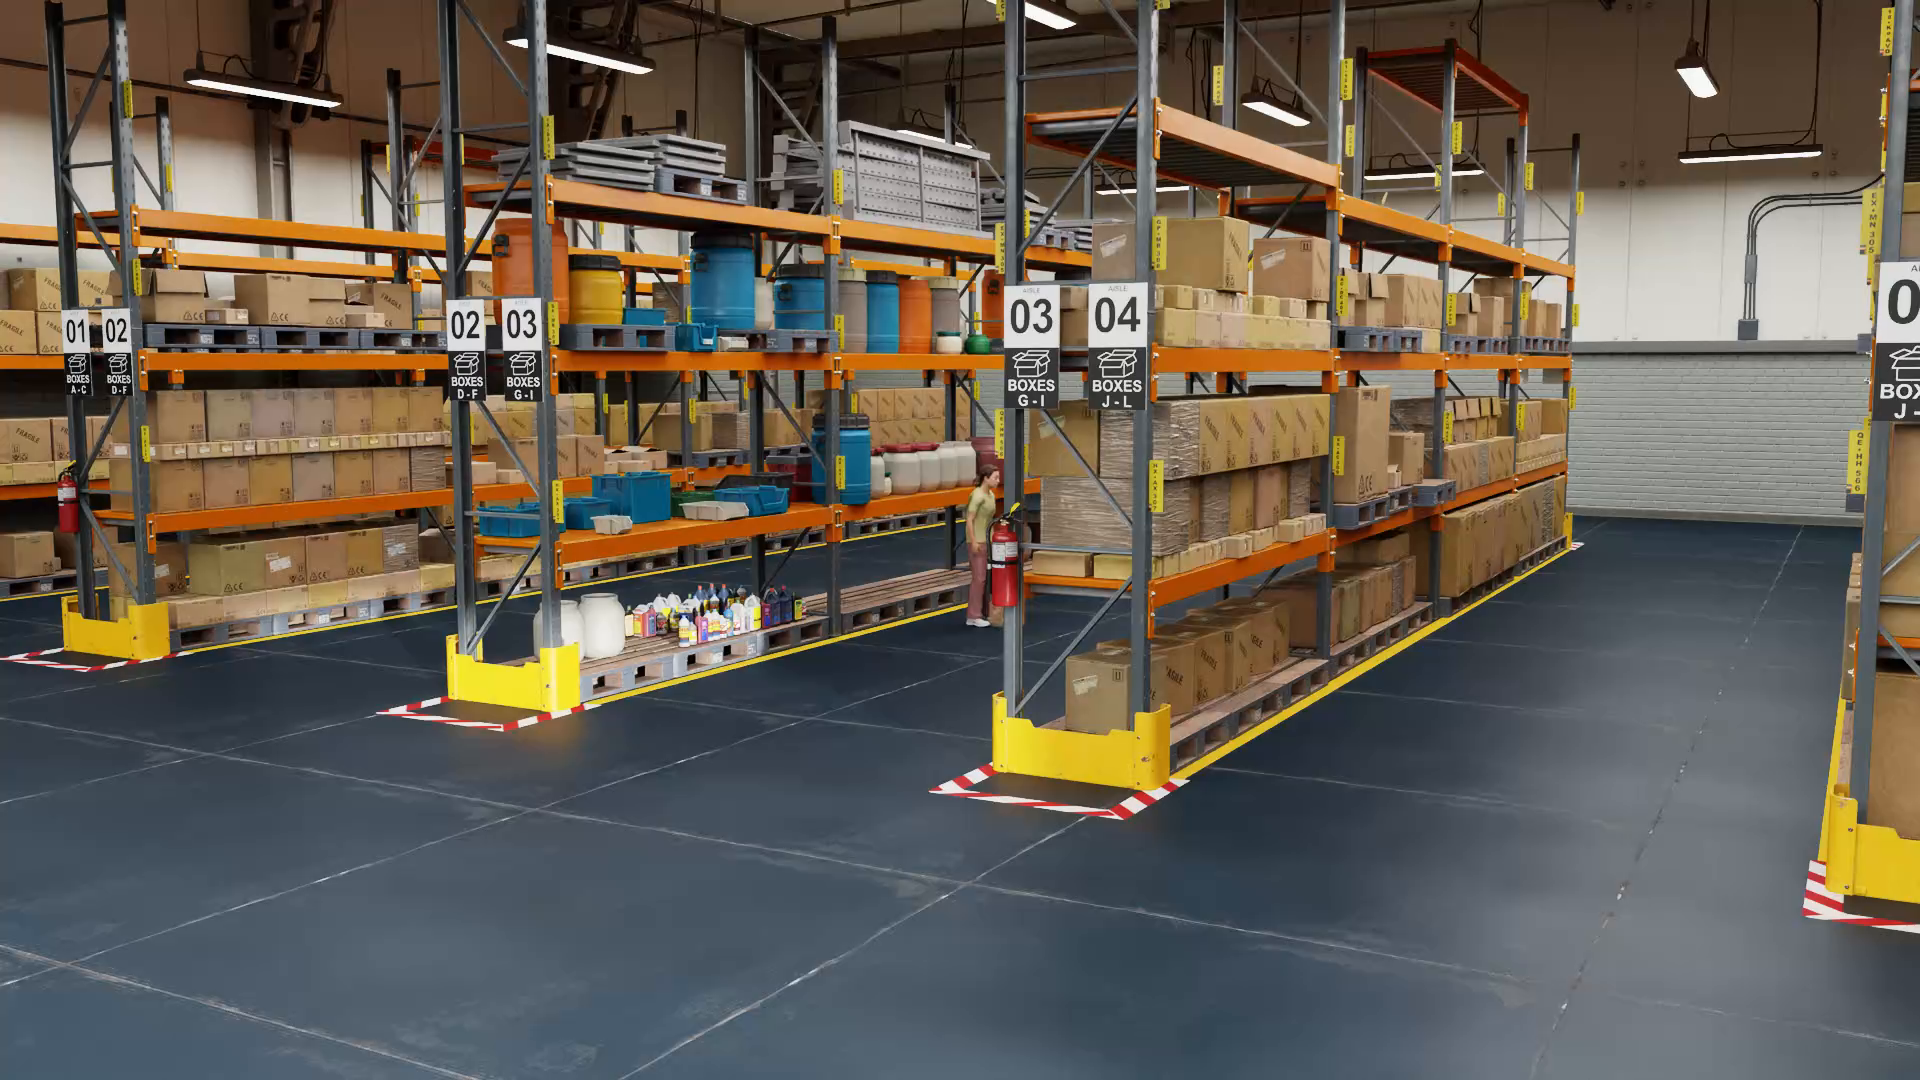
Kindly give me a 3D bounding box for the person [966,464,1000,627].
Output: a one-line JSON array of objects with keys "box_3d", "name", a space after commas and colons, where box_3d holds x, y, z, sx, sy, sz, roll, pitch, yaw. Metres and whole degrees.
[{"box_3d": [0.250, 0.043, 17.278, 0.364, 1.671, 0.511, 3, 7, 25], "name": "person"}]
